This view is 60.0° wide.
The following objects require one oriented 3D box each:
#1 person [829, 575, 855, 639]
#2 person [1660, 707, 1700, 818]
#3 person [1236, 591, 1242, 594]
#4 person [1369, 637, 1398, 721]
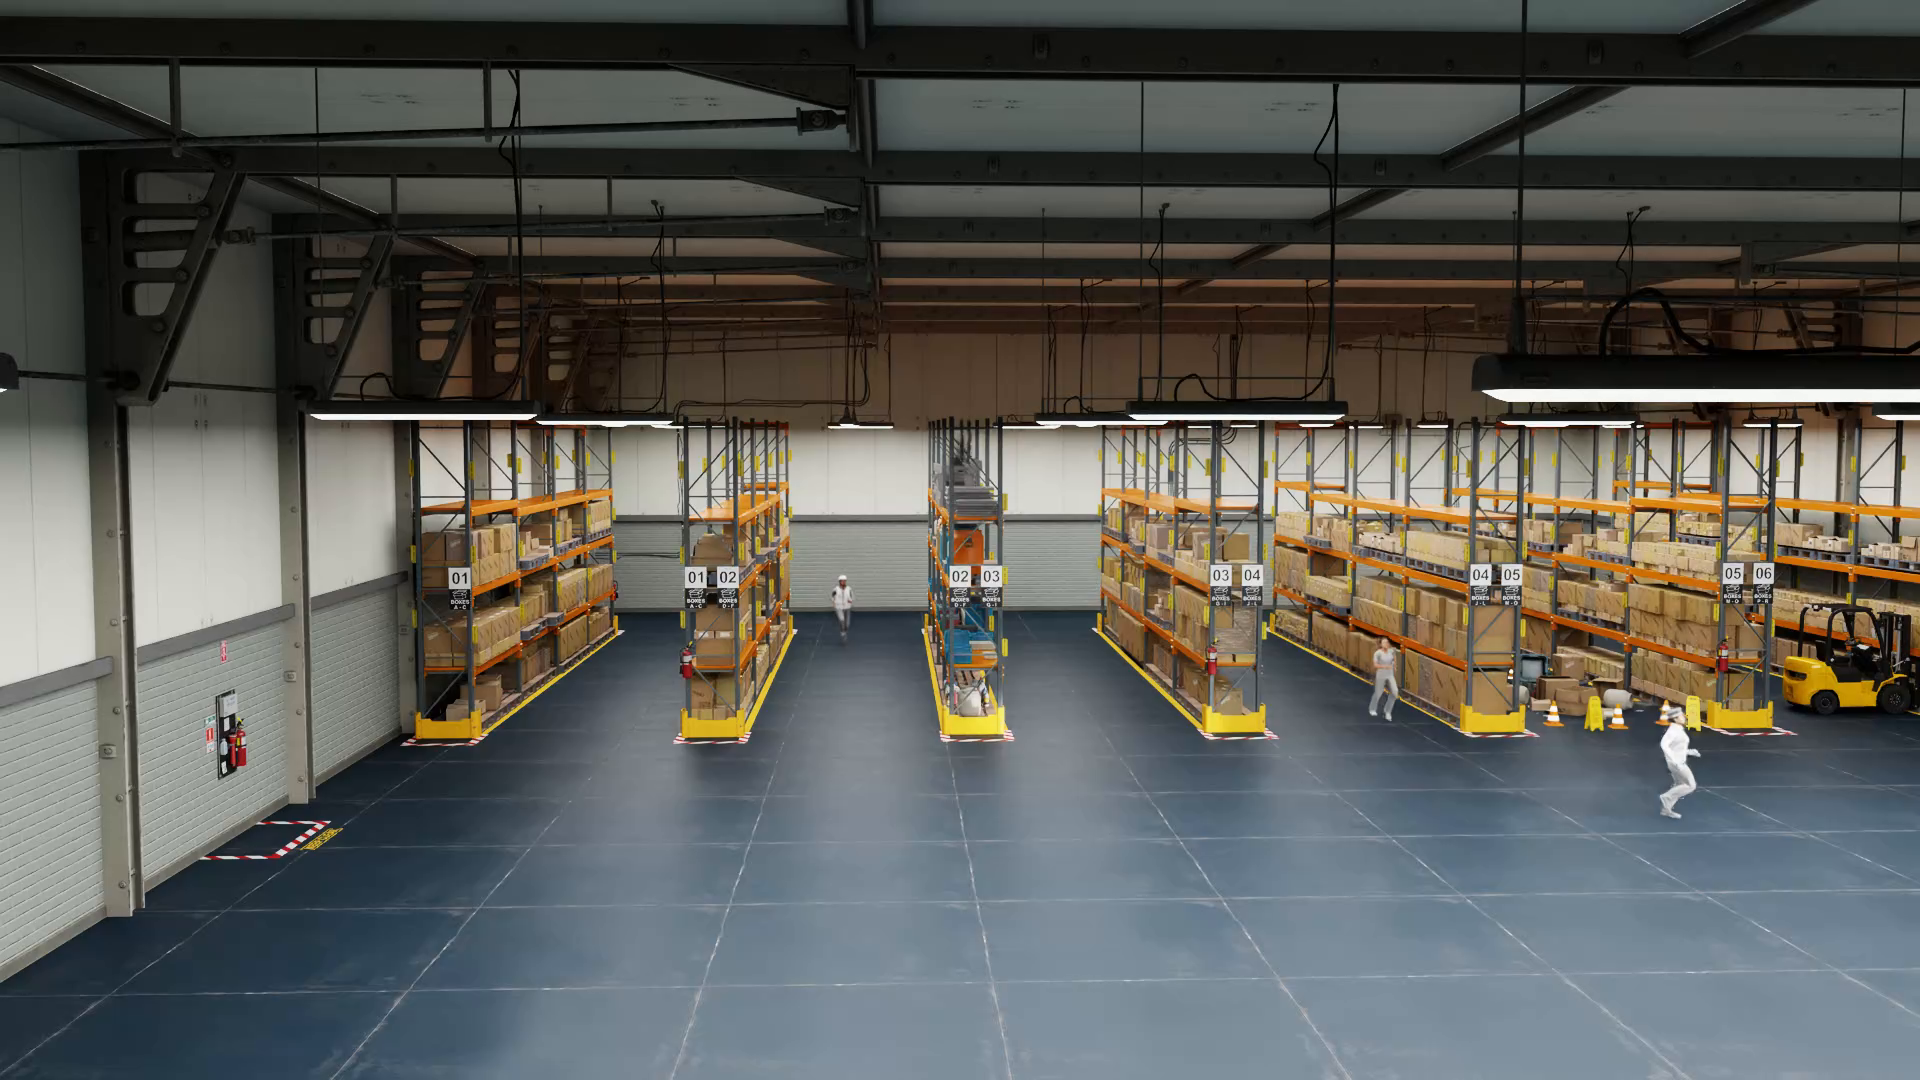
[{"bbox_3d":[-3.126,1.811,44.265,0.669,1.741,0.826,-1,4,-11],"label":"person"},{"bbox_3d":[10.652,3.293,24.590,0.535,1.653,0.605,2,4,25],"label":"person"},{"bbox_3d":[7.743,1.771,46.585,0.672,1.785,0.988,0,4,1],"label":"person"},{"bbox_3d":[8.419,2.736,32.943,0.570,1.663,0.853,-1,4,-9],"label":"person"}]
